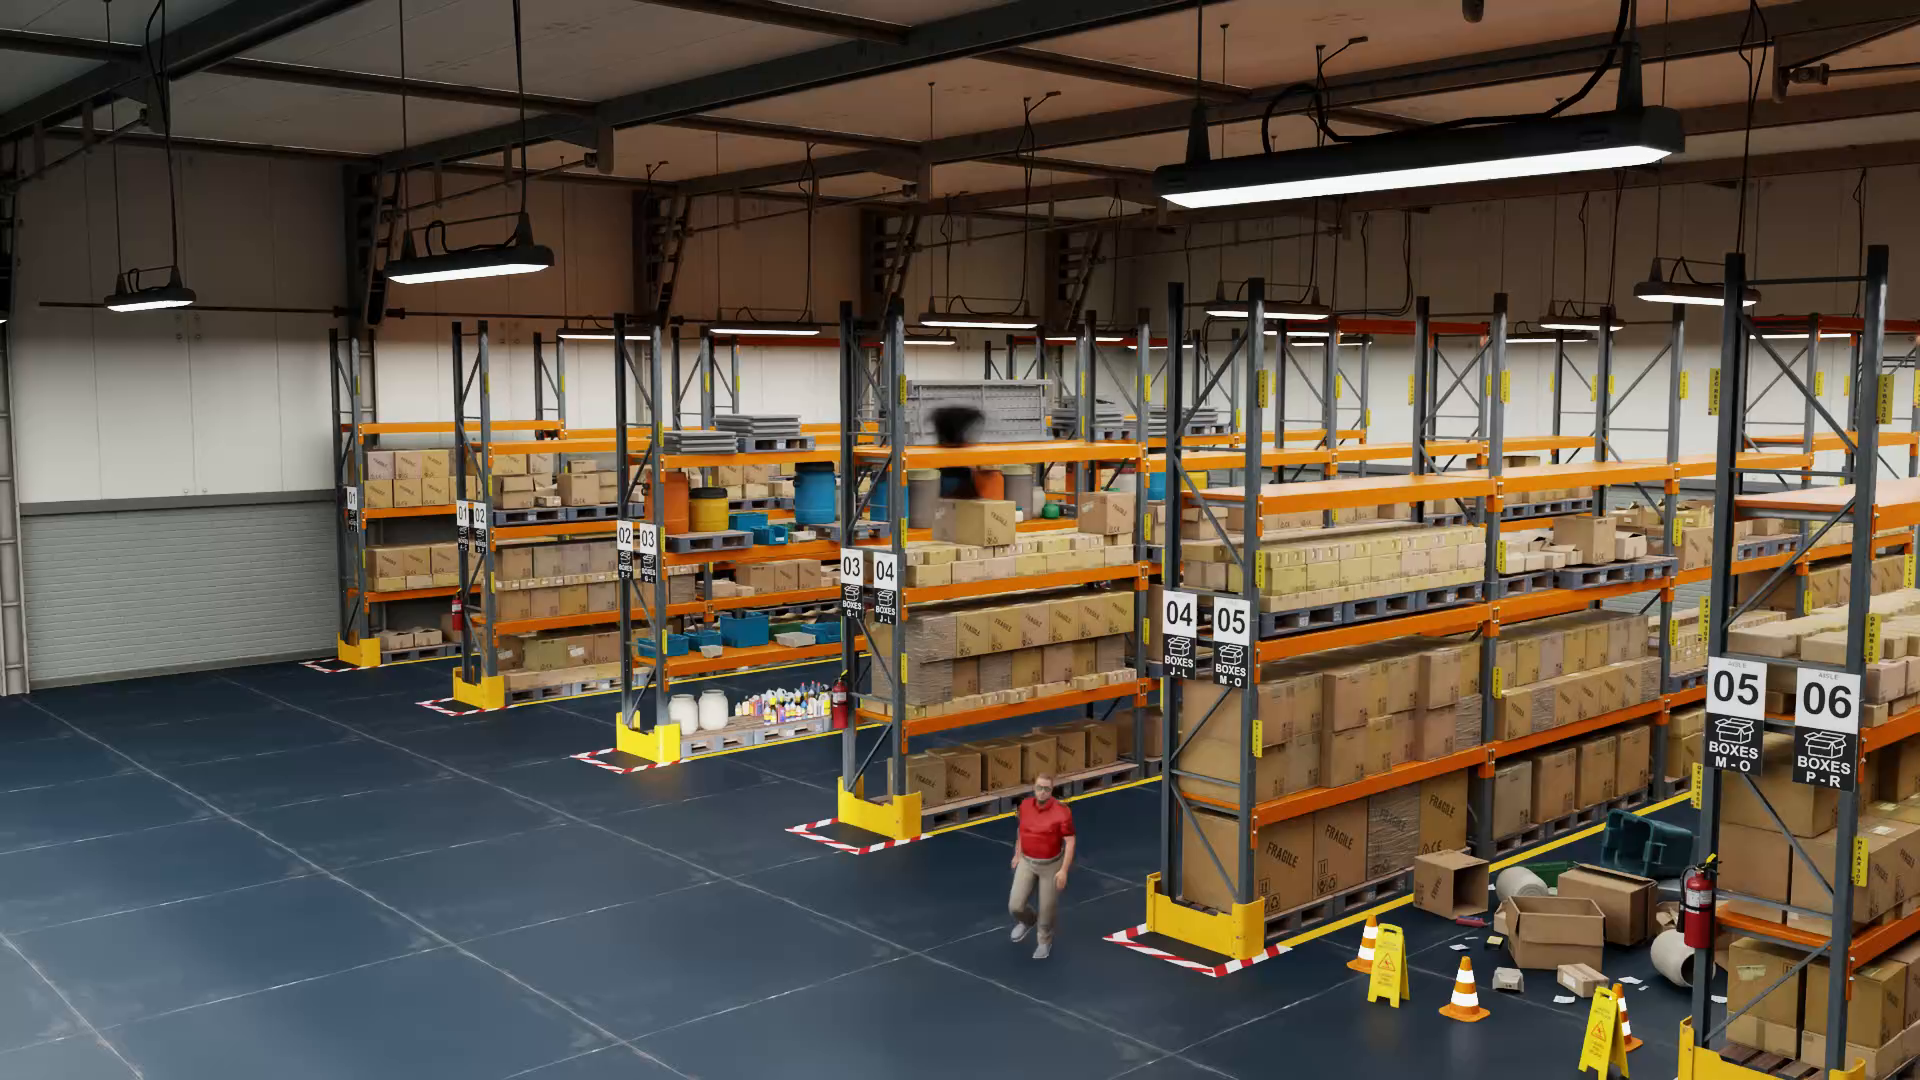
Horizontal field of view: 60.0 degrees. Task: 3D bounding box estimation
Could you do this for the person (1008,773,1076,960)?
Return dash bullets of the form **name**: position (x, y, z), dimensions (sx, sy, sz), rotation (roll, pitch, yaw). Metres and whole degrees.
- **person**: position (0.725, 2.879, 14.685), dimensions (0.665, 1.707, 0.591), rotation (2, 6, 20)
